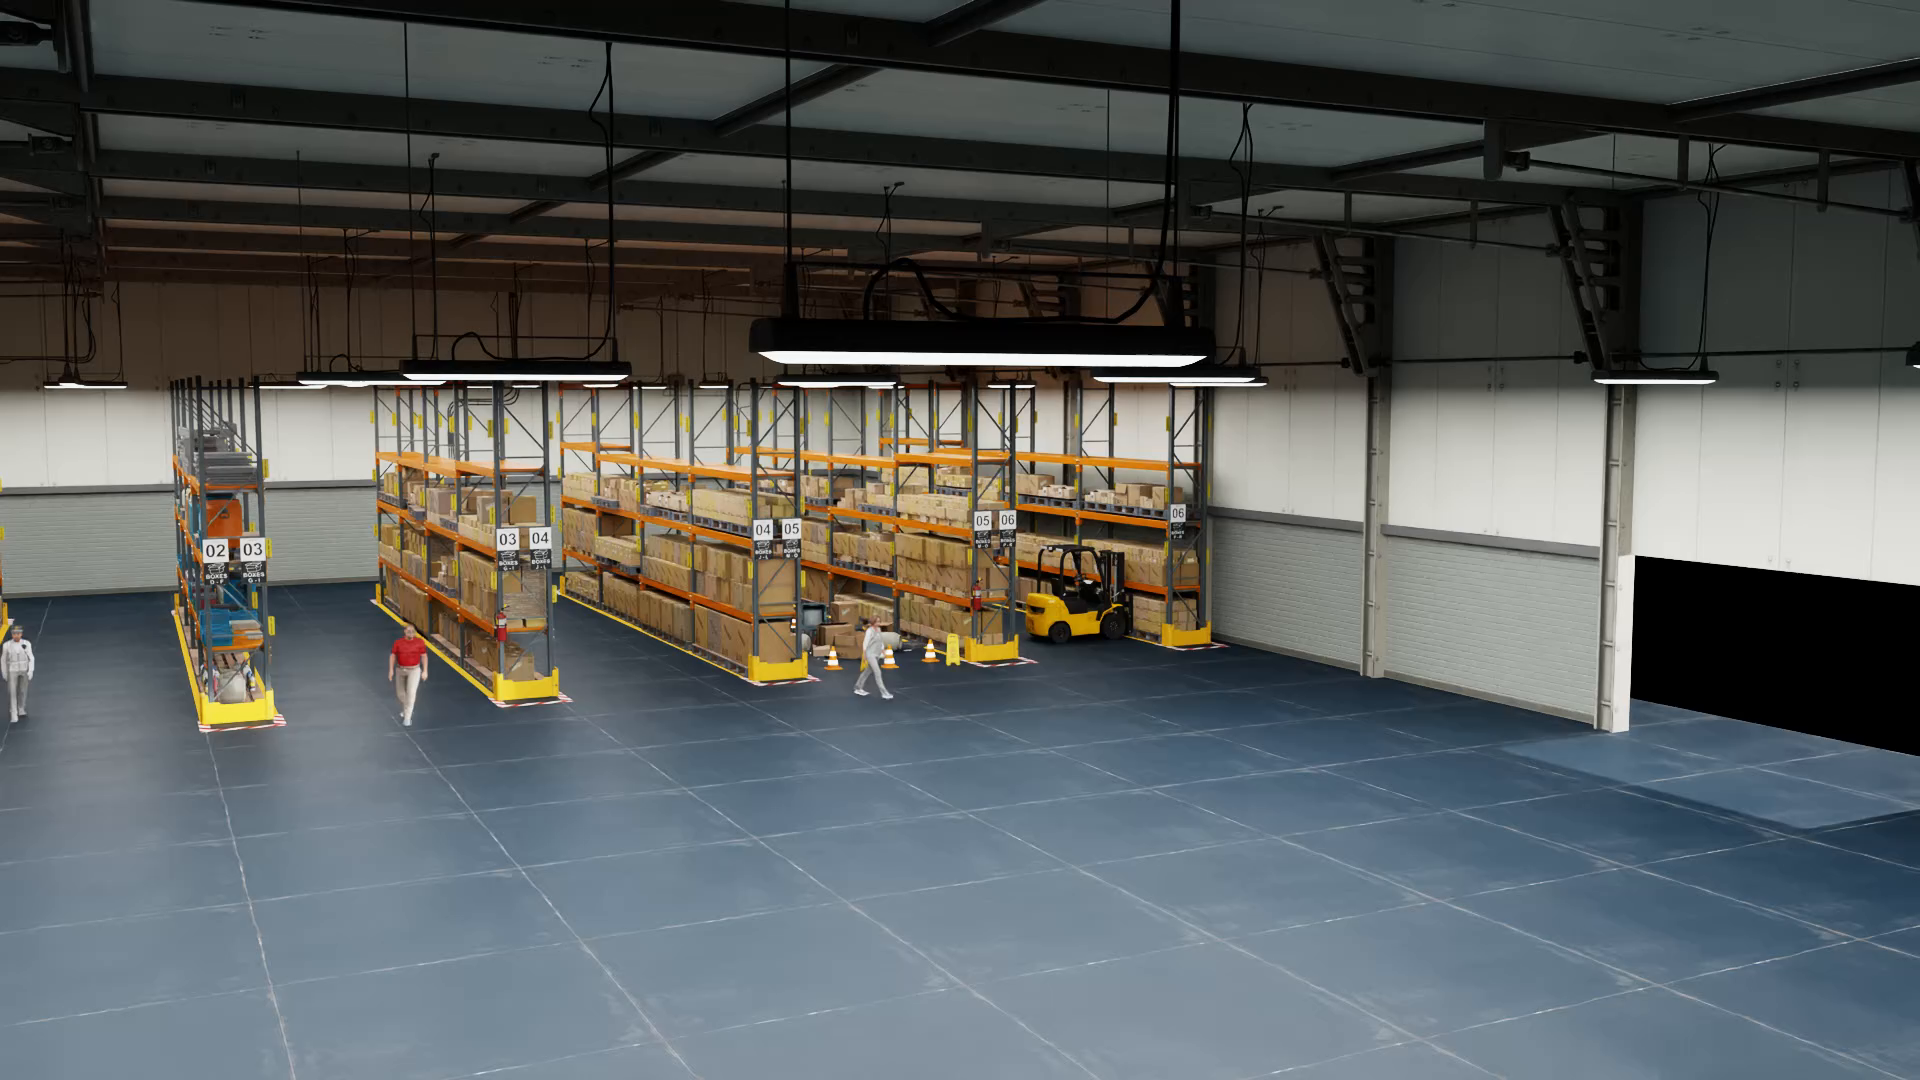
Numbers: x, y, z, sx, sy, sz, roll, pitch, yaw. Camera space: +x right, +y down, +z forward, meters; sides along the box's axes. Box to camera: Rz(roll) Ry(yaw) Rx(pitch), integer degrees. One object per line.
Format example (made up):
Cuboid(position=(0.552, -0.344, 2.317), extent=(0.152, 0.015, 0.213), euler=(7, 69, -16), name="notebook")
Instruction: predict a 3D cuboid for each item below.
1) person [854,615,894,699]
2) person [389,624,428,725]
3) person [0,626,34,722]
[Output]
Cuboid(position=(-1.586, 2.167, 31.064), extent=(0.951, 1.542, 0.444), euler=(2, 6, 23), name="person")
Cuboid(position=(-9.603, 2.311, 28.958), extent=(0.619, 1.706, 0.882), euler=(-1, 5, -11), name="person")
Cuboid(position=(-16.449, 2.309, 29.066), extent=(0.496, 1.616, 0.934), euler=(-4, 7, -40), name="person")
